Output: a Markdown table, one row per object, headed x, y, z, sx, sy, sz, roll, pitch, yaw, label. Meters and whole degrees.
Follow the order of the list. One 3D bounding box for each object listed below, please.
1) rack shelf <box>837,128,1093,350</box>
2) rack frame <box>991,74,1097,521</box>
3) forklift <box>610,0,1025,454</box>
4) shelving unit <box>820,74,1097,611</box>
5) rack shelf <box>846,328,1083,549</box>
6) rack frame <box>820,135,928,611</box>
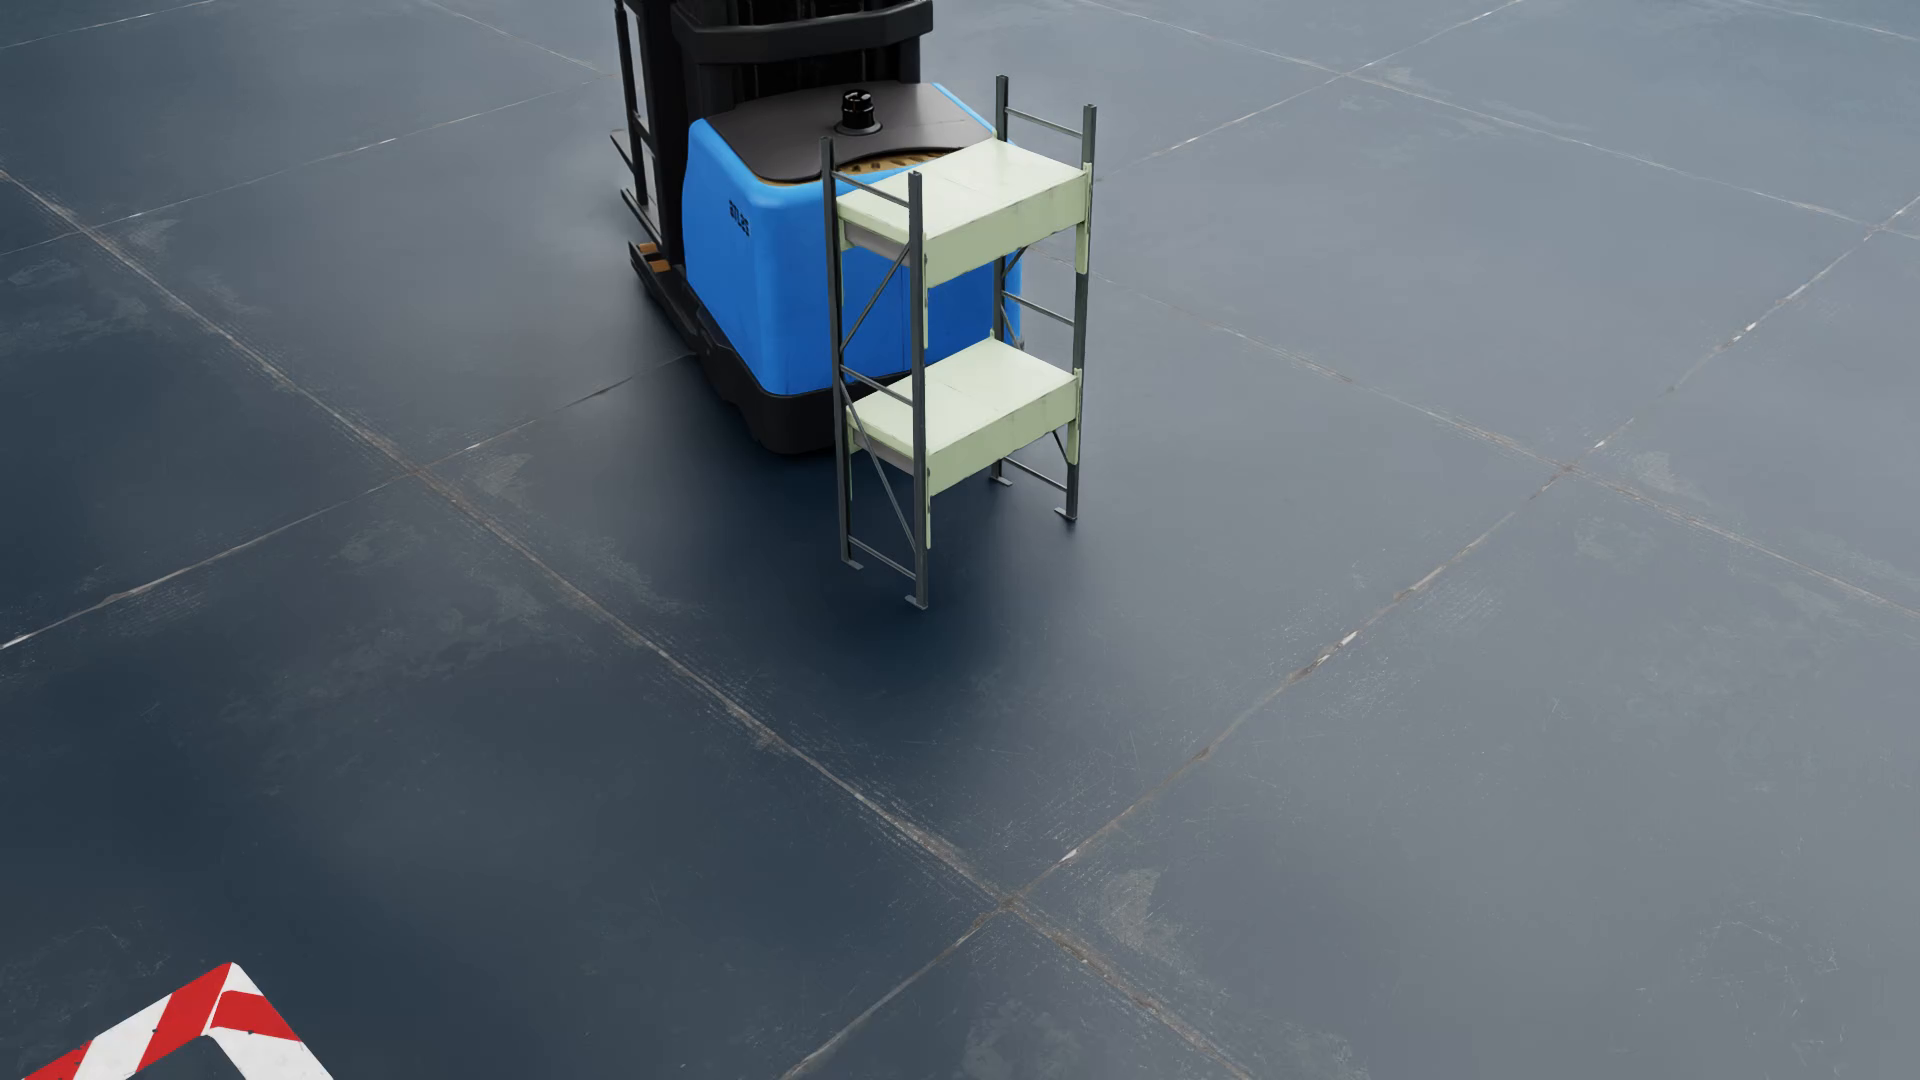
| x | y | z | sx | sy | sz | roll | pitch | yaw | label |
| --- | --- | --- | --- | --- | --- | --- | --- | --- | --- |
| 0.005 | -0.938 | 5.102 | 0.431 | 0.370 | 0.720 | 30 | 45 | 35 | rack shelf |
| 0.263 | -0.766 | 5.538 | 0.400 | 1.500 | 0.023 | 30 | 45 | 35 | rack frame |
| -0.817 | -2.349 | 6.555 | 1.130 | 2.935 | 3.031 | -14 | 37 | -20 | forklift |
| 0.005 | -0.618 | 5.325 | 0.431 | 1.500 | 0.755 | 30 | 45 | 35 | shelving unit |
| 0.005 | -0.350 | 5.511 | 0.431 | 0.370 | 0.720 | 30 | 45 | 35 | rack shelf |
| -0.253 | -0.469 | 5.112 | 0.400 | 1.500 | 0.023 | 30 | 45 | 35 | rack frame |
